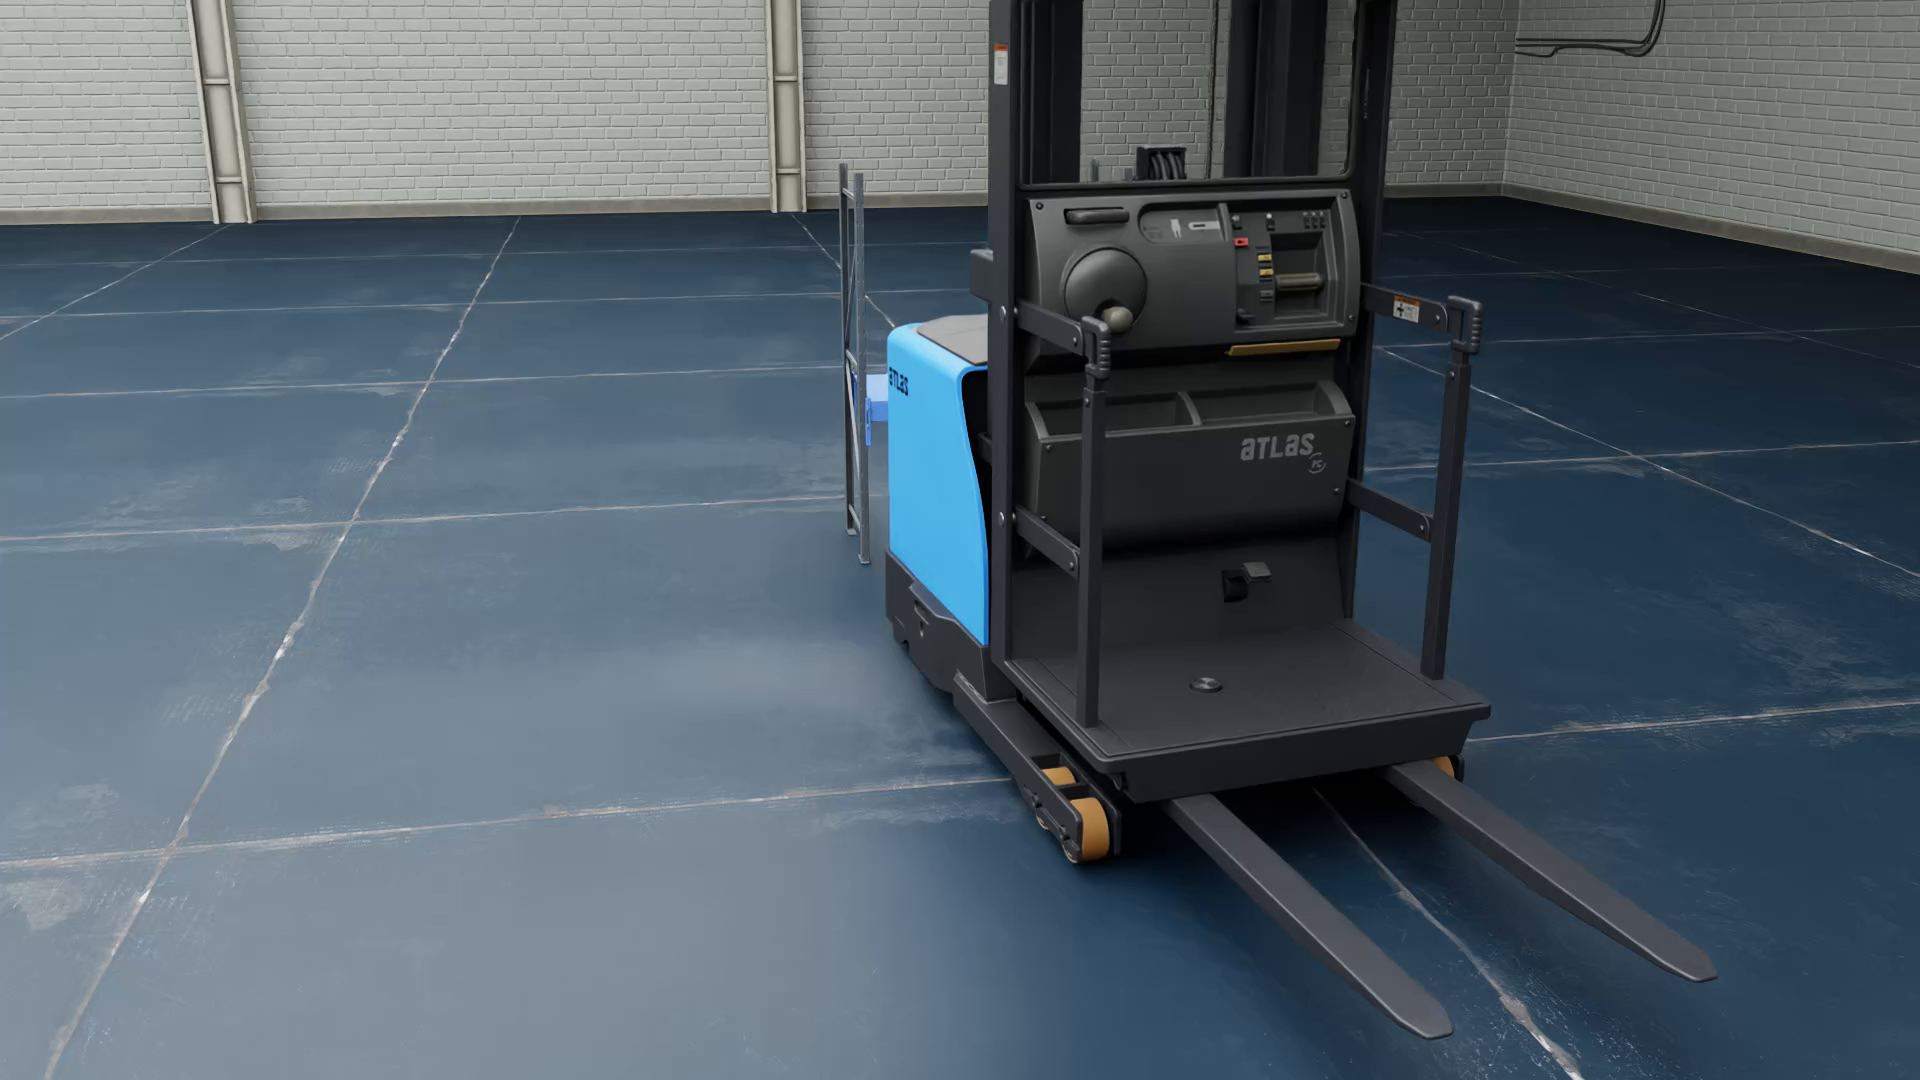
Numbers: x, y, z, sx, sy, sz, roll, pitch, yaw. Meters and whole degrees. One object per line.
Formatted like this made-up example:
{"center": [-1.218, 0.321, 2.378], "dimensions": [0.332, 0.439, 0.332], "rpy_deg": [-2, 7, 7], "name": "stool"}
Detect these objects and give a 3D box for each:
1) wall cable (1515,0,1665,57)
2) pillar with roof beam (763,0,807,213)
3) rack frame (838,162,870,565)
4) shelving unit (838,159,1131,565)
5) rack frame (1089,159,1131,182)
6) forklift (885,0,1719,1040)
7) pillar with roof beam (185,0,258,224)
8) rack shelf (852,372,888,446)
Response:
{"center": [7.059, -6.728, 18.679], "dimensions": [0.112, 2.526, 3.097], "rpy_deg": [-3, 17, -10], "name": "wall cable"}
{"center": [-1.158, -6.854, 13.801], "dimensions": [0.400, 9.000, 9.100], "rpy_deg": [-3, 17, -10], "name": "pillar with roof beam"}
{"center": [-0.415, -0.693, 6.515], "dimensions": [0.032, 1.500, 0.500], "rpy_deg": [-3, 17, -10], "name": "rack frame"}
{"center": [0.084, -0.722, 6.607], "dimensions": [1.048, 1.500, 0.538], "rpy_deg": [-3, 17, -10], "name": "shelving unit"}
{"center": [0.583, -0.750, 6.699], "dimensions": [0.032, 1.500, 0.500], "rpy_deg": [-3, 17, -10], "name": "rack frame"}
{"center": [0.696, -0.722, 4.172], "dimensions": [1.130, 2.935, 3.031], "rpy_deg": [-6, 18, -18], "name": "forklift"}
{"center": [-7.049, -6.520, 12.713], "dimensions": [0.400, 9.000, 9.100], "rpy_deg": [-3, 17, -10], "name": "pillar with roof beam"}
{"center": [0.084, -0.550, 6.660], "dimensions": [1.000, 0.185, 0.538], "rpy_deg": [-3, 17, -10], "name": "rack shelf"}
